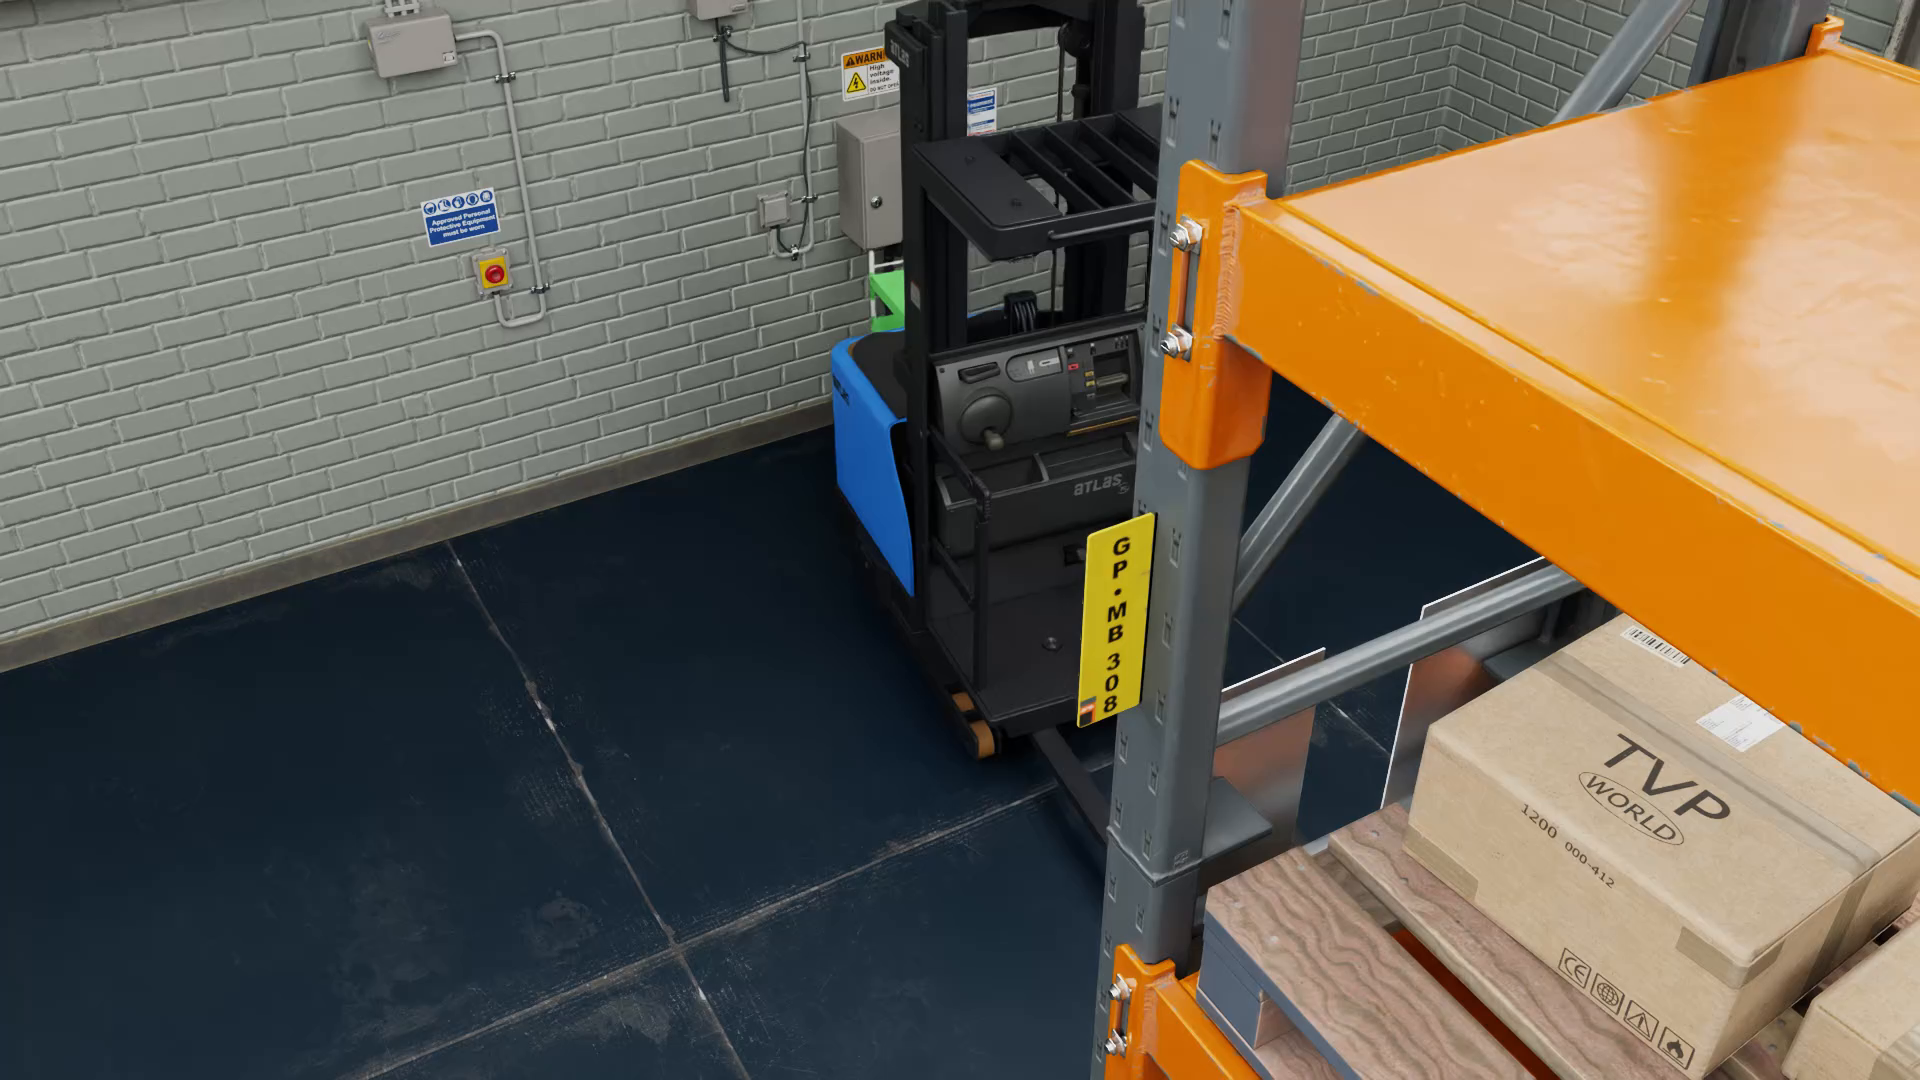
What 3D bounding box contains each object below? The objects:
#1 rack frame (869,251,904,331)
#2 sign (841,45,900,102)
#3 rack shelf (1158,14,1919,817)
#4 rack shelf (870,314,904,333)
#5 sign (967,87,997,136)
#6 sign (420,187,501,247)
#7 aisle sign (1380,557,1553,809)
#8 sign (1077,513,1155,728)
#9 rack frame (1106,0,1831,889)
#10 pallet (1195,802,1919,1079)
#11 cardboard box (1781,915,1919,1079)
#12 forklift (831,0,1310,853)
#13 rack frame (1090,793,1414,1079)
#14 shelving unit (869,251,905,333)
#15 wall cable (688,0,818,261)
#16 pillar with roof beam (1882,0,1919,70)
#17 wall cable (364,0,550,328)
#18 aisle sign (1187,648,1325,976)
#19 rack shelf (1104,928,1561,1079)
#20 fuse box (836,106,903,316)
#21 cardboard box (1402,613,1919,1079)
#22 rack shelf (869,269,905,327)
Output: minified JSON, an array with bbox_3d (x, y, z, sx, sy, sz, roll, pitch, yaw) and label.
[{"bbox_3d":[-0.335,-0.953,8.538,0.240,1.200,0.015,-14,38,-19],"label":"rack frame"},{"bbox_3d":[-0.428,-2.293,8.146,0.339,0.242,0.001,-19,40,-24],"label":"sign"},{"bbox_3d":[1.692,0.596,0.754,1.077,0.370,4.000,-19,40,-24],"label":"rack shelf"},{"bbox_3d":[-0.239,-0.963,8.253,0.258,0.148,0.480,-14,38,-19],"label":"rack shelf"},{"bbox_3d":[0.047,-2.084,8.641,0.329,0.494,0.001,-19,40,-24],"label":"sign"},{"bbox_3d":[-2.238,-1.448,7.461,0.327,0.218,0.001,-19,40,-24],"label":"sign"},{"bbox_3d":[0.919,0.368,2.999,0.394,0.787,0.004,-19,40,-24],"label":"aisle sign"},{"bbox_3d":[0.205,0.111,2.203,0.100,0.325,0.005,-19,40,-24],"label":"sign"},{"bbox_3d":[0.688,-0.876,1.820,1.000,3.000,0.127,-19,40,-24],"label":"rack frame"},{"bbox_3d":[1.069,0.746,2.217,1.003,0.211,1.213,-19,40,-24],"label":"pallet"},{"bbox_3d":[1.271,0.619,2.088,0.380,0.149,0.250,-22,42,-27],"label":"cardboard box"},{"bbox_3d":[0.431,-0.551,6.519,1.130,2.935,3.031,-14,38,-19],"label":"forklift"},{"bbox_3d":[0.688,1.546,3.590,1.000,3.000,0.127,-19,40,-24],"label":"rack frame"},{"bbox_3d":[-0.239,-0.821,8.357,0.258,1.200,0.503,-14,38,-19],"label":"shelving unit"},{"bbox_3d":[-0.945,-2.159,7.801,0.588,1.984,0.122,-19,40,-24],"label":"wall cable"},{"bbox_3d":[0.680,-2.716,4.339,9.100,9.000,0.400,-19,40,-24],"label":"pillar with roof beam"},{"bbox_3d":[-2.166,-1.745,7.209,0.585,1.953,0.123,-19,40,-24],"label":"wall cable"},{"bbox_3d":[0.401,0.546,2.756,0.394,0.787,0.004,-19,40,-24],"label":"aisle sign"},{"bbox_3d":[1.692,1.645,1.521,1.077,0.370,4.000,-19,40,-24],"label":"rack shelf"},{"bbox_3d":[-0.276,-1.350,8.648,0.539,1.711,0.414,-19,40,-24],"label":"fuse box"},{"bbox_3d":[0.991,0.388,2.318,0.500,0.250,0.500,-23,42,-28],"label":"cardboard box"},{"bbox_3d":[-0.239,-1.157,8.111,0.258,0.148,0.480,-14,38,-19],"label":"rack shelf"}]
